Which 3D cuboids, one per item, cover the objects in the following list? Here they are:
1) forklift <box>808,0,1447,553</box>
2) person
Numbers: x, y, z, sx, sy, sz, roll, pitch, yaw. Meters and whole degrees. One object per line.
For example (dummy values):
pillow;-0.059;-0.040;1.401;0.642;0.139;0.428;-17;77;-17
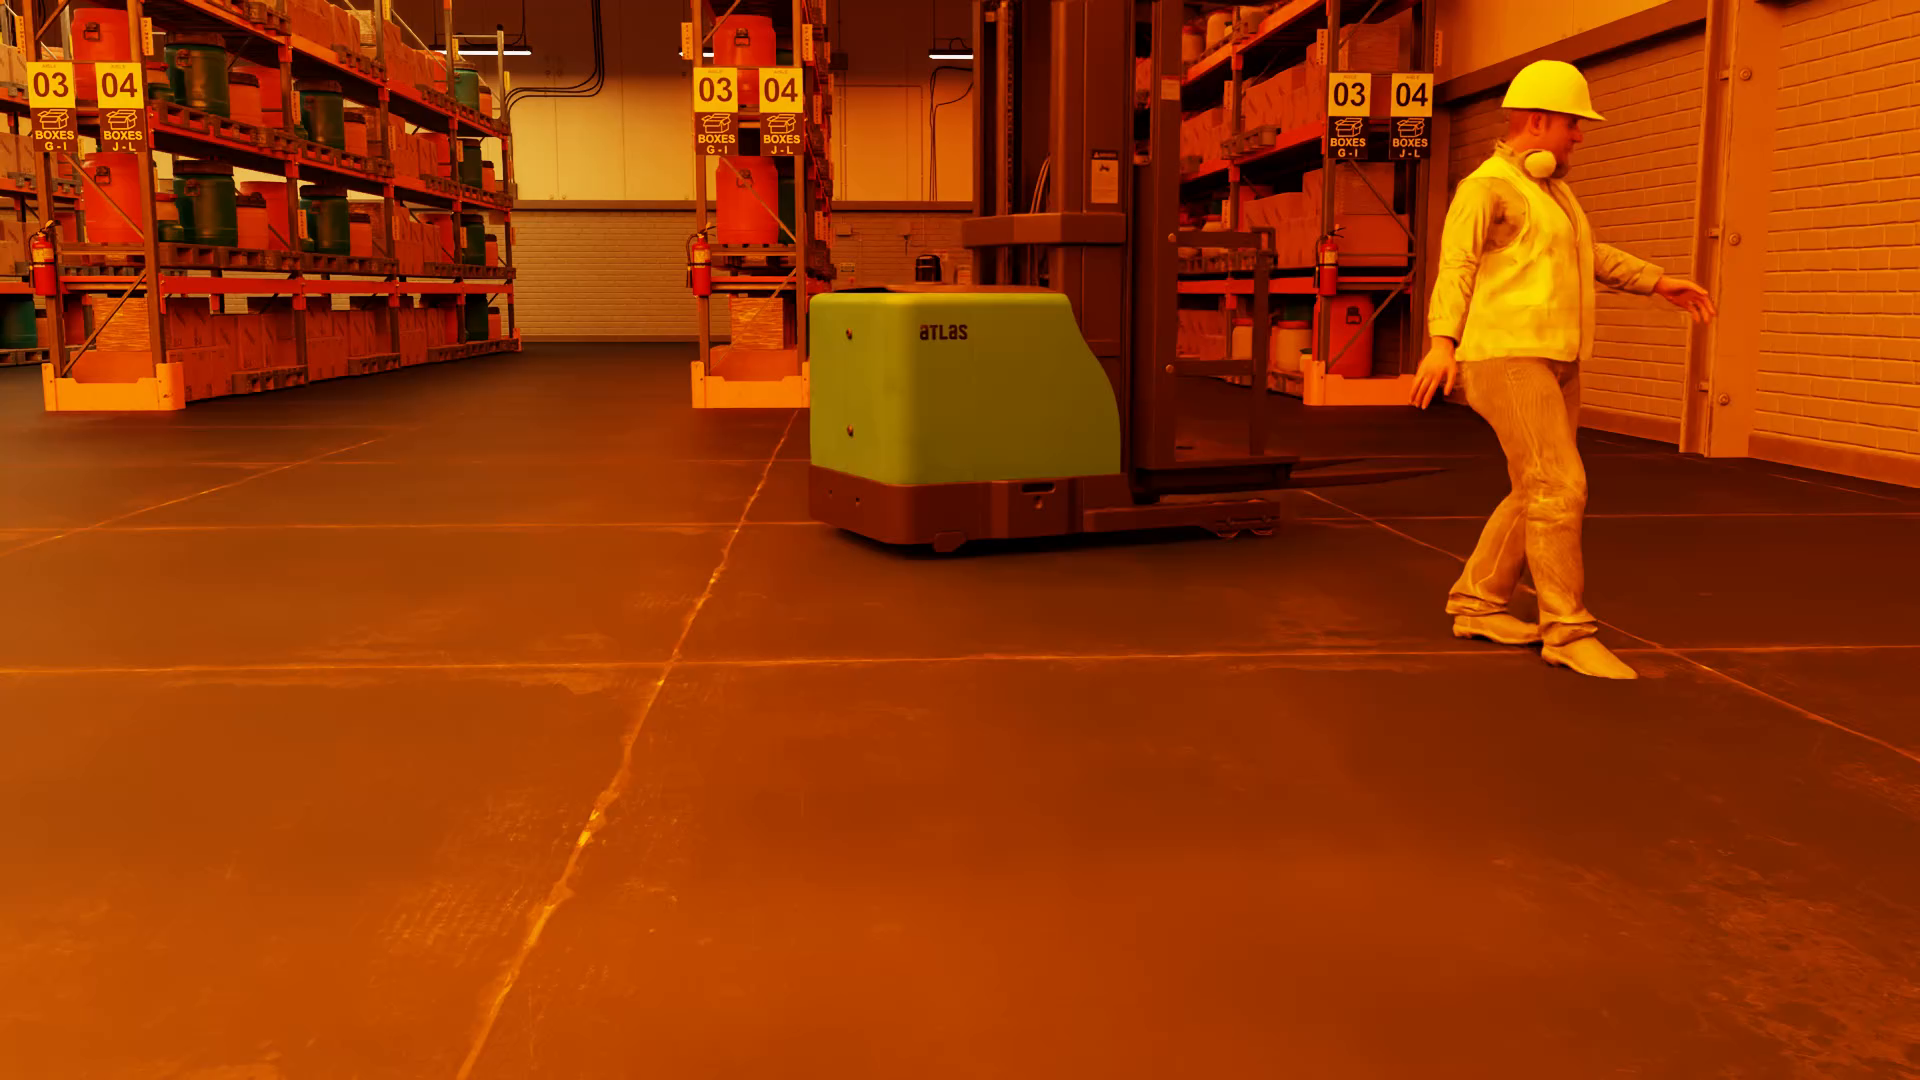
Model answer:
forklift;0.869;-1.520;7.569;3.031;2.935;1.130;-4;9;-26
person;1.735;-0.502;4.872;0.695;1.774;0.974;8;12;44
